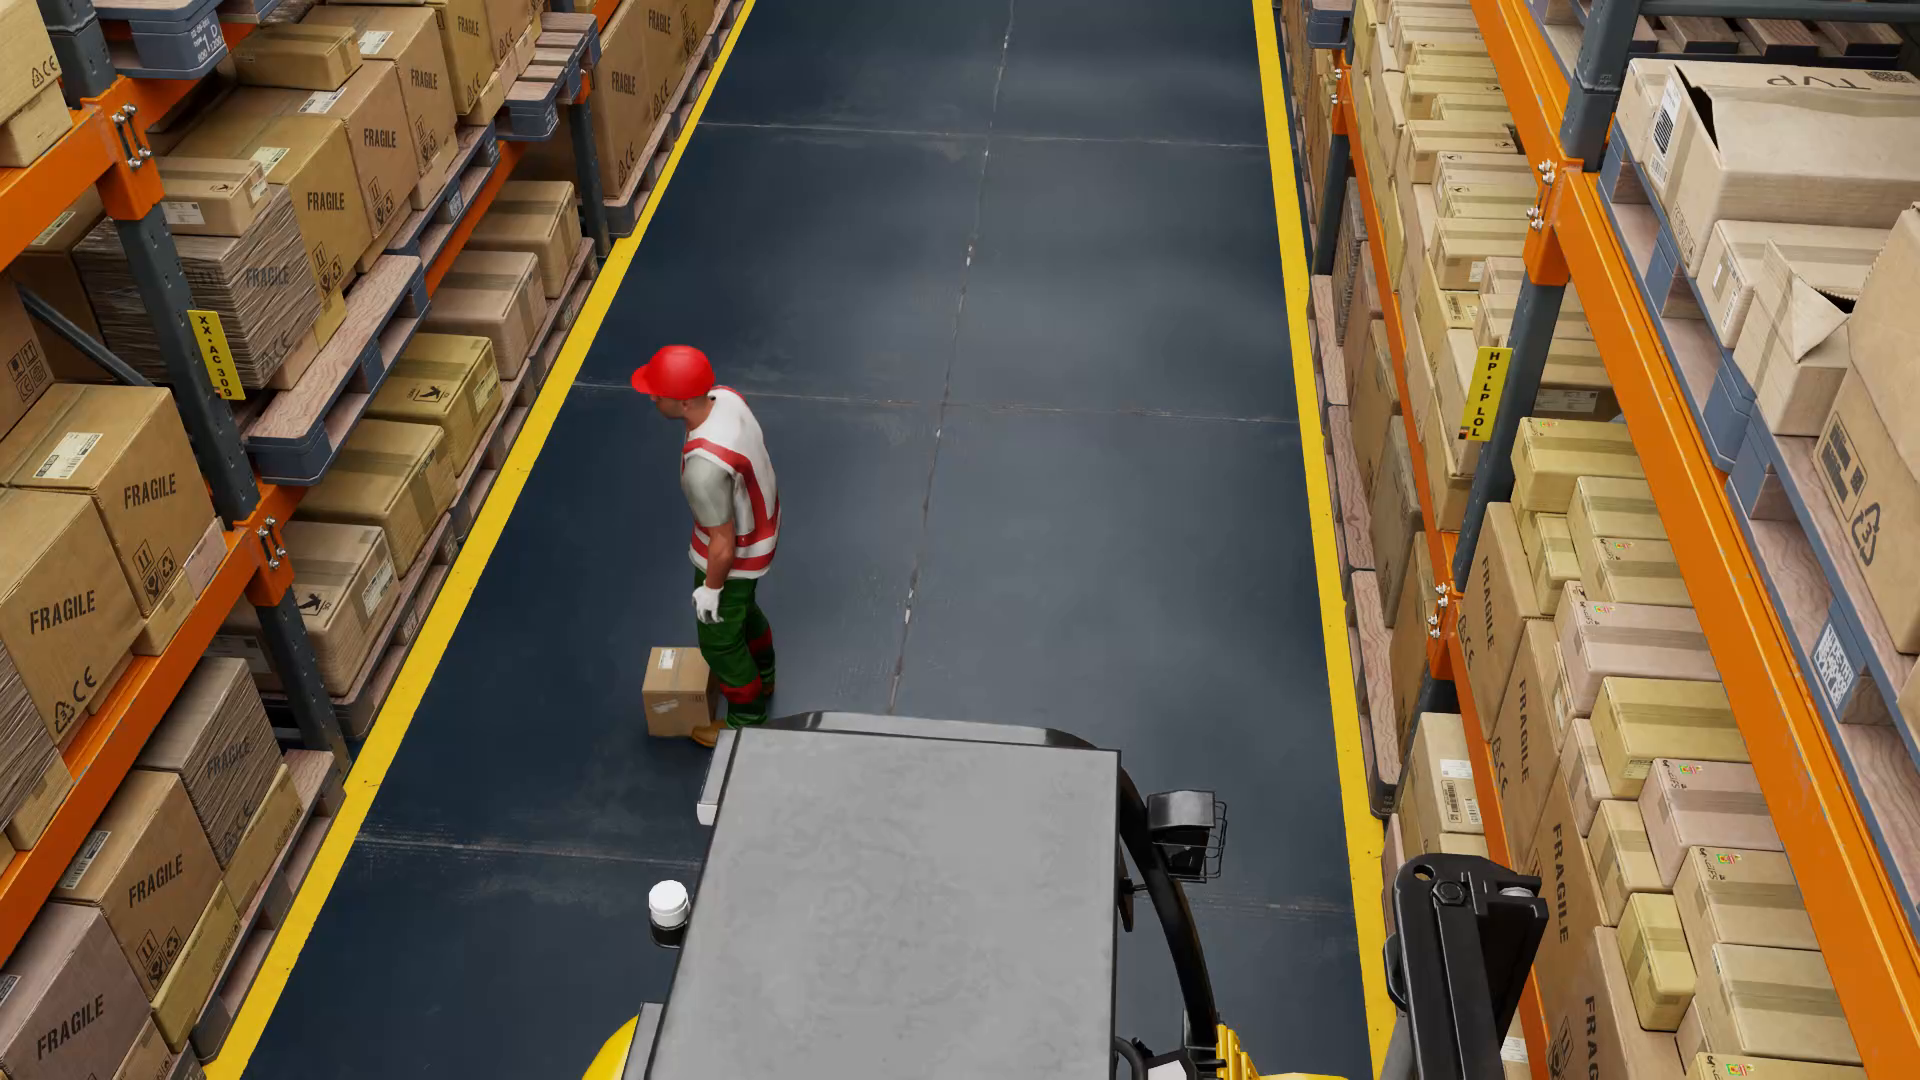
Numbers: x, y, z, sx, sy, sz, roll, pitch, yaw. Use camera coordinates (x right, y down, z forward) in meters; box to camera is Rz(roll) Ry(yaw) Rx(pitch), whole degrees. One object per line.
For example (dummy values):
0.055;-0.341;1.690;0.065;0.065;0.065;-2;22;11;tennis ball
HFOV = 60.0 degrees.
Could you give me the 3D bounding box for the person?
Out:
-0.881;0.030;6.109;0.453;1.777;0.604;2;40;2;person
